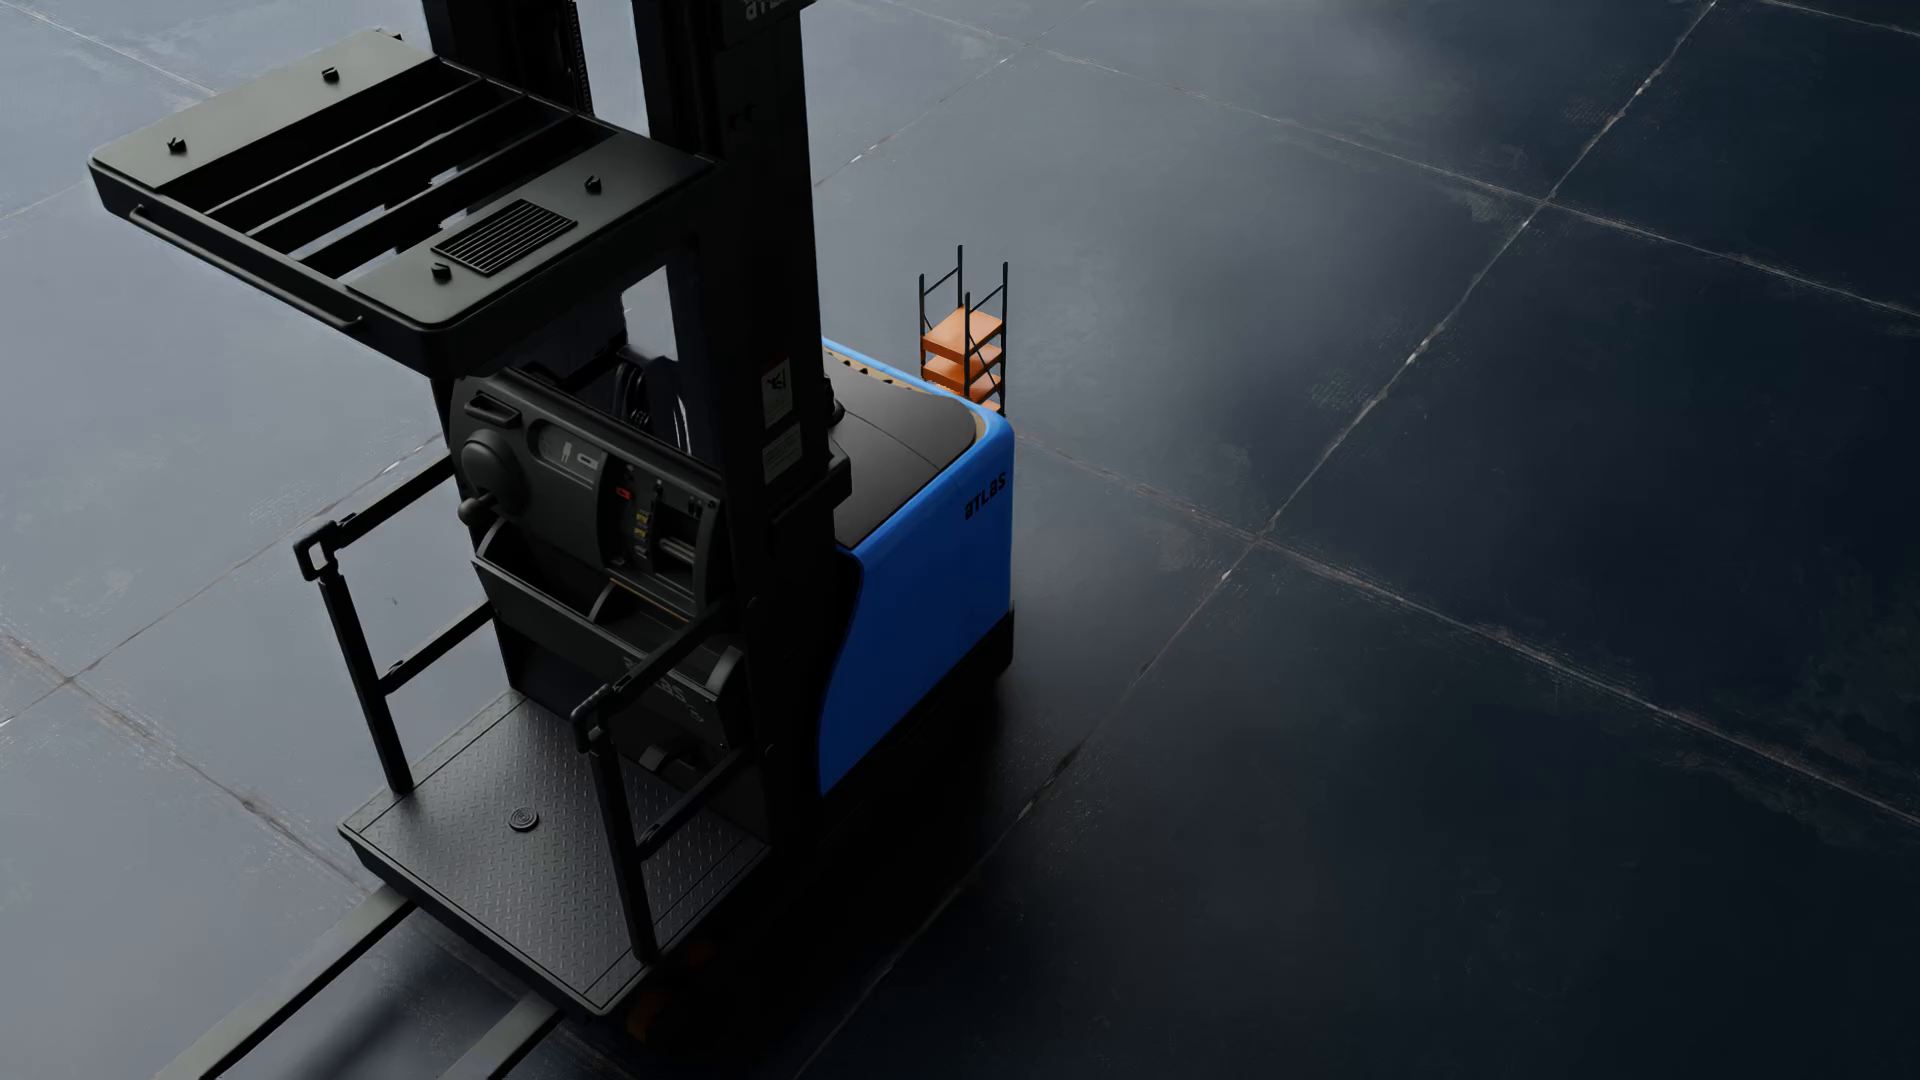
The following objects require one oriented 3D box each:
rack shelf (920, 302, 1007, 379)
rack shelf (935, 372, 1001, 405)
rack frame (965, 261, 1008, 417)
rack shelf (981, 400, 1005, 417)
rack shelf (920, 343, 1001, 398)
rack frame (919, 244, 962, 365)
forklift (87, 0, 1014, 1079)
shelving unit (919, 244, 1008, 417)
[{"bbox_3d":[0.012,-0.677,5.633,0.180,0.103,0.258,25,48,25],"label":"rack shelf"},{"bbox_3d":[0.012,-0.498,5.793,0.180,0.103,0.258,25,48,25],"label":"rack shelf"},{"bbox_3d":[0.087,-0.407,5.805,0.006,1.200,0.240,25,48,25],"label":"rack frame"},{"bbox_3d":[0.012,-0.408,5.873,0.180,0.103,0.258,25,48,25],"label":"rack shelf"},{"bbox_3d":[0.012,-0.587,5.713,0.180,0.103,0.258,25,48,25],"label":"rack shelf"},{"bbox_3d":[-0.063,-0.477,5.883,0.006,1.200,0.240,25,48,25],"label":"rack frame"},{"bbox_3d":[-1.089,-0.050,4.108,1.130,2.935,3.031,26,48,26],"label":"forklift"},{"bbox_3d":[0.012,-0.442,5.844,0.189,1.200,0.258,25,48,25],"label":"shelving unit"}]
